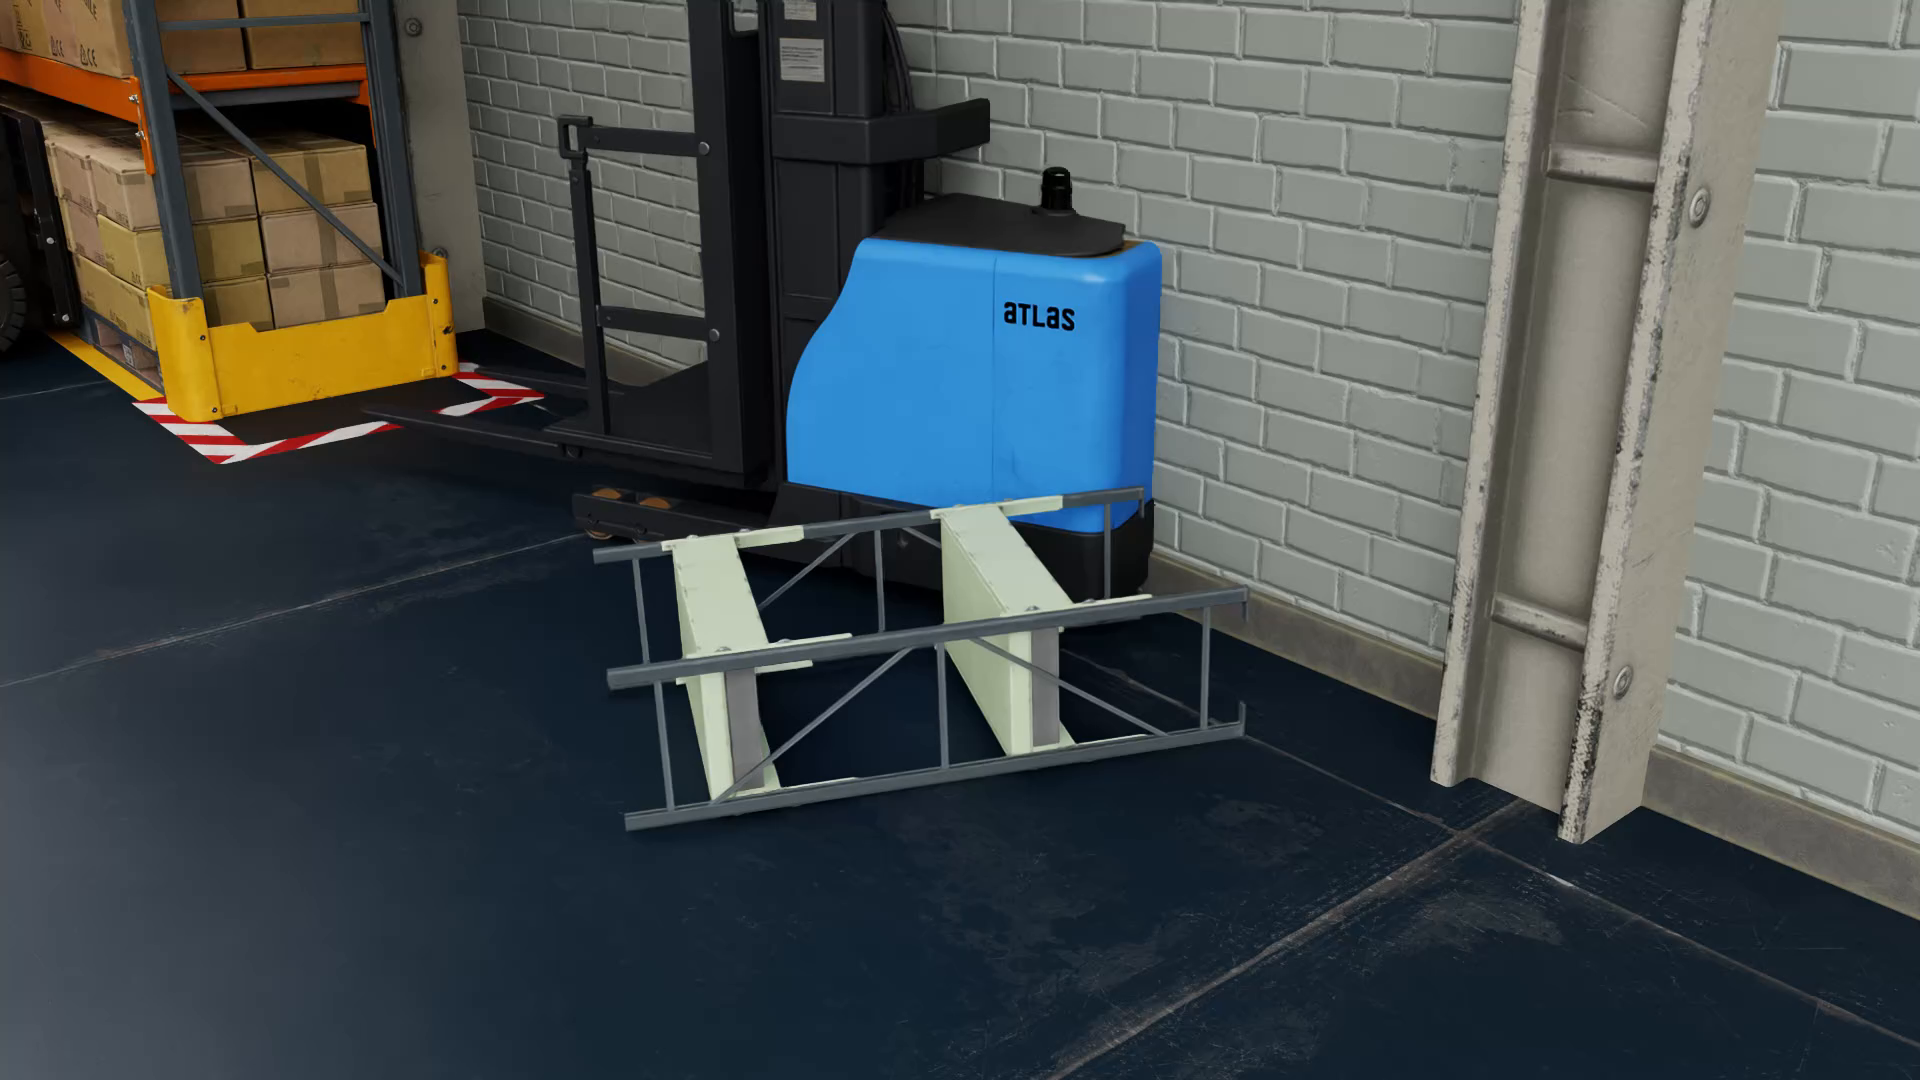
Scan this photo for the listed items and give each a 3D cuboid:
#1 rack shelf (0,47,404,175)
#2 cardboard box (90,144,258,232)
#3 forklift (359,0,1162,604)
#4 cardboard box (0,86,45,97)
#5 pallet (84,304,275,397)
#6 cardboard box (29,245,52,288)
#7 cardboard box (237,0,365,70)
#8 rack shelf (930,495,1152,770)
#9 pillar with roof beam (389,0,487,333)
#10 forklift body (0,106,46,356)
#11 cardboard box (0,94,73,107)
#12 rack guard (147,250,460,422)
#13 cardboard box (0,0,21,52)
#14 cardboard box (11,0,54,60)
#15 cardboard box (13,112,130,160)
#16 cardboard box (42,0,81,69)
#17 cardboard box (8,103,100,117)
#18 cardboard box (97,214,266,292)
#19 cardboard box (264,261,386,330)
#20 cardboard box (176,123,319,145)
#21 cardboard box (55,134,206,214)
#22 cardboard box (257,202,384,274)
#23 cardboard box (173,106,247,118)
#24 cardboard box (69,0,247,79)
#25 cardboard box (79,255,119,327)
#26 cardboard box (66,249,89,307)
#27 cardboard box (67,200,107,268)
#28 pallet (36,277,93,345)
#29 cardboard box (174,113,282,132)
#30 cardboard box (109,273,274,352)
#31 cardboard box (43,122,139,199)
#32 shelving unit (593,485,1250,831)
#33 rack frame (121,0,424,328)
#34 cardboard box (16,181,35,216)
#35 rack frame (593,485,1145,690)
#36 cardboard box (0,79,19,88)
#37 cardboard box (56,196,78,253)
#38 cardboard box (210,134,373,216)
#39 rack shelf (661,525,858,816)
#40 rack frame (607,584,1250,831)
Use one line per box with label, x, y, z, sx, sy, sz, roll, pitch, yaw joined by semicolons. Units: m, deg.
rack shelf;-4.074;-2.271;8.155;1.077;0.370;4.000;-17;27;-37
cardboard box;-3.305;-1.487;6.991;0.500;0.250;0.500;-16;27;-36
forklift;-0.702;-1.493;5.278;3.031;2.935;1.130;10;24;25
cardboard box;-5.302;-2.331;9.145;0.500;0.250;0.500;-18;28;-38
pallet;-3.300;-0.956;7.636;1.003;0.211;1.213;-17;27;-37
cardboard box;-4.308;-1.441;8.245;0.500;0.250;0.500;-16;27;-36
cardboard box;-2.882;-2.303;7.113;0.500;0.500;0.500;-16;27;-36
rack shelf;0.191;0.215;4.263;0.370;0.431;0.720;-7;22;-12
pillar with roof beam;-5.802;-4.229;3.942;9.100;9.000;0.400;-17;27;-37
forklift body;-5.388;-1.748;6.997;2.313;2.155;1.214;-17;27;-37
cardboard box;-4.975;-2.187;8.779;0.500;0.250;0.500;-17;27;-37
rack guard;-2.753;-0.883;7.052;1.175;0.500;0.348;-17;27;-37
cardboard box;-4.292;-2.597;7.863;0.500;0.500;0.500;-17;27;-37
cardboard box;-3.955;-2.460;7.515;0.500;0.500;0.500;-18;28;-38
cardboard box;-4.305;-1.906;8.060;0.500;0.250;0.500;-18;28;-38
cardboard box;-3.620;-2.319;7.154;0.500;0.500;0.500;-16;27;-36
cardboard box;-4.642;-2.052;8.435;0.500;0.250;0.500;-16;27;-36
cardboard box;-3.323;-1.261;7.100;0.500;0.250;0.500;-18;28;-38
cardboard box;-2.941;-1.151;7.503;0.500;0.250;0.500;-17;27;-37
cardboard box;-3.268;-1.749;7.660;0.500;0.250;0.500;-17;27;-37
cardboard box;-3.643;-1.627;7.348;0.500;0.250;0.500;-17;27;-36
cardboard box;-2.918;-1.381;7.405;0.500;0.250;0.500;-17;27;-36
cardboard box;-3.915;-2.033;8.385;0.500;0.250;0.500;-18;28;-38
cardboard box;-3.289;-2.173;6.783;0.500;0.500;0.500;-18;28;-39
cardboard box;-3.632;-1.163;7.534;0.500;0.250;0.500;-17;27;-37
cardboard box;-3.952;-1.303;7.892;0.500;0.250;0.500;-17;27;-37
cardboard box;-3.642;-1.402;7.461;0.500;0.250;0.500;-18;28;-38
pallet;-4.092;-1.293;8.496;1.003;0.211;1.213;-17;27;-37
cardboard box;-3.586;-1.890;8.019;0.500;0.250;0.500;-18;27;-38
cardboard box;-3.315;-1.023;7.178;0.500;0.250;0.500;-17;27;-37
cardboard box;-3.980;-1.764;7.698;0.500;0.250;0.500;-17;27;-37
shelving unit;-0.125;0.254;4.193;1.500;0.431;0.755;-7;22;-12
rack frame;-2.769;-2.053;6.613;1.000;3.000;0.127;-17;27;-37
cardboard box;-4.319;-1.679;8.167;0.500;0.250;0.500;-18;27;-38
rack frame;-0.214;0.124;4.524;1.500;0.400;0.023;-7;22;-12
cardboard box;-6.229;-2.606;10.705;0.875;0.625;0.625;-18;28;-38
cardboard box;-3.995;-1.540;7.812;0.500;0.250;0.500;-18;28;-39
cardboard box;-2.939;-1.612;7.310;0.500;0.250;0.500;-18;28;-38
rack shelf;-0.504;0.299;4.110;0.370;0.431;0.720;-7;22;-12
rack frame;-0.036;0.383;3.862;1.500;0.400;0.023;-7;22;-12
